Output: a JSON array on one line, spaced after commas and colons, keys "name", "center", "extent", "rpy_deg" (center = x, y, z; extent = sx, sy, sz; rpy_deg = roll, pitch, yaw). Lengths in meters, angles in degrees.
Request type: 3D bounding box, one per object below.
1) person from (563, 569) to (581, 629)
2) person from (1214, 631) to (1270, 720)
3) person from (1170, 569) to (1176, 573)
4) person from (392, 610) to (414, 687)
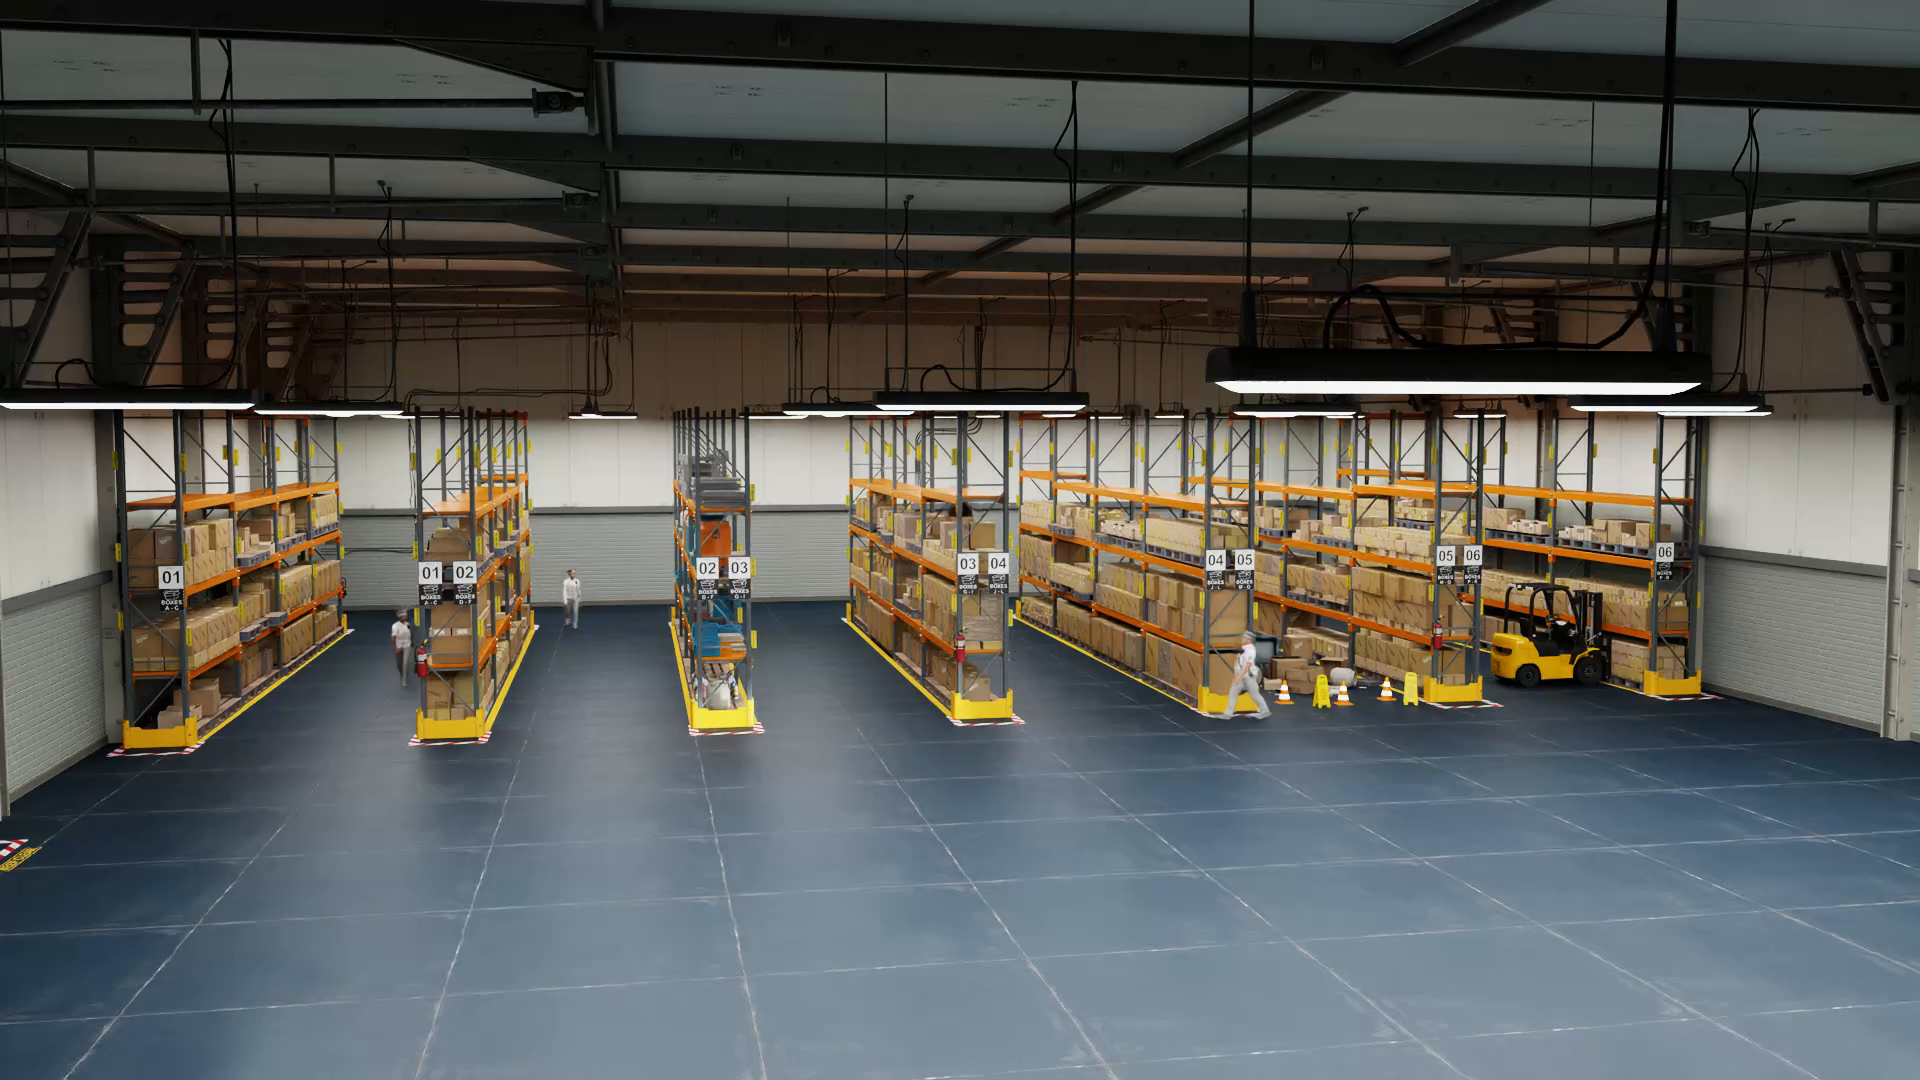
[{"name": "person", "center": [-10.737, 1.612, 46.039], "extent": [0.473, 1.653, 0.707], "rpy_deg": [-1, 4, -14]}, {"name": "person", "center": [5.426, 2.590, 31.789], "extent": [1.040, 1.730, 0.534], "rpy_deg": [-2, 5, -26]}, {"name": "person", "center": [5.913, 1.585, 46.597], "extent": [0.442, 1.674, 0.497], "rpy_deg": [-1, 4, -18]}, {"name": "person", "center": [-12.085, 2.331, 36.116], "extent": [0.426, 1.648, 0.928], "rpy_deg": [0, 4, -5]}]
